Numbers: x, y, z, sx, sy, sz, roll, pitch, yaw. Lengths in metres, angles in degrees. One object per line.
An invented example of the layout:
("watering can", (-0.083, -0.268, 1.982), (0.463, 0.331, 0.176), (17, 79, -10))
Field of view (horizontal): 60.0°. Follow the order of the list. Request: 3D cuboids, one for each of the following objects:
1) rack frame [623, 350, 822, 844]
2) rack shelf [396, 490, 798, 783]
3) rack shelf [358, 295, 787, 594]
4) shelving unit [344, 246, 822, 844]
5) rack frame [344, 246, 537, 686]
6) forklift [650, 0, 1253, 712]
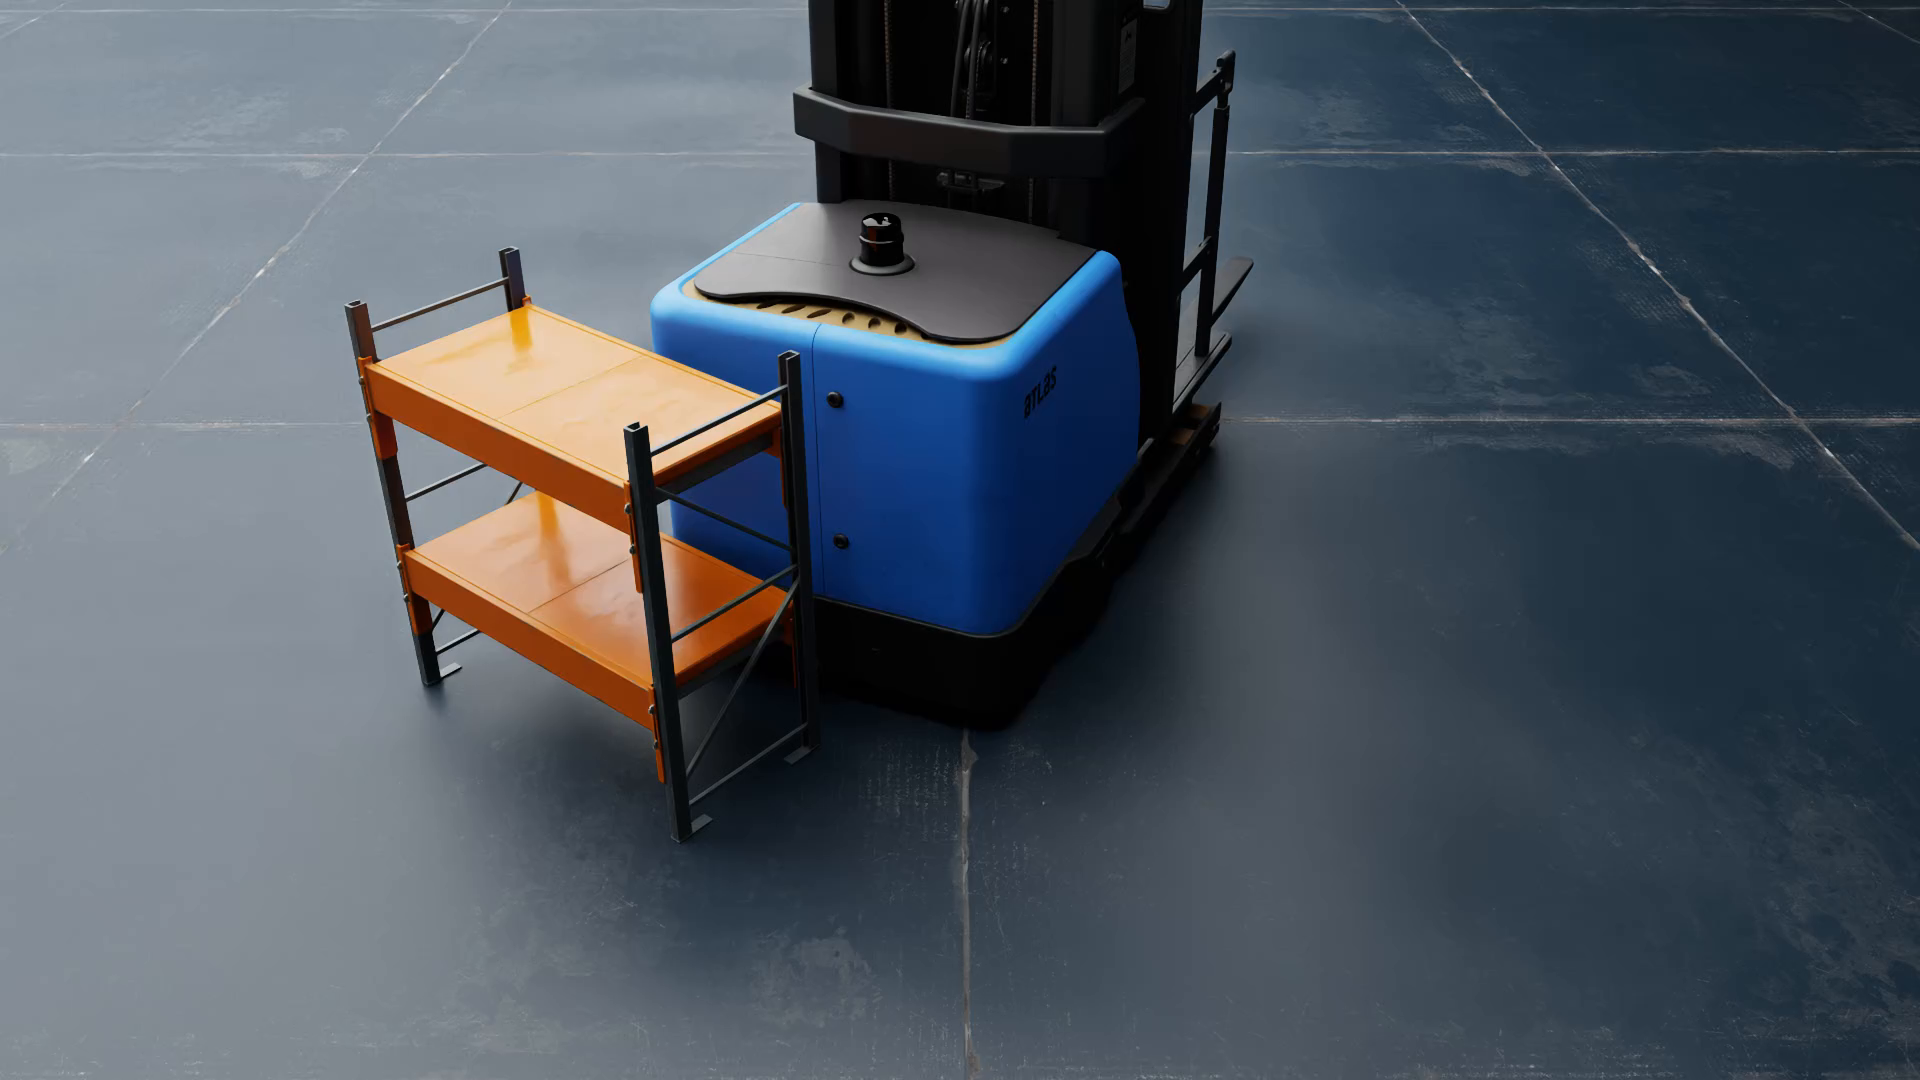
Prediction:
("rack frame", (-0.533, 0.152, 3.915), (0.032, 1.125, 0.500), (23, 38, 33))
("rack shelf", (-0.926, 0.194, 4.318), (1.000, 0.278, 0.538), (23, 38, 33))
("rack shelf", (-0.926, -0.266, 4.039), (1.000, 0.278, 0.538), (23, 38, 33))
("shelving unit", (-0.926, -0.016, 4.191), (1.048, 1.125, 0.538), (23, 38, 33))
("rack frame", (-1.319, -0.183, 4.467), (0.032, 1.125, 0.500), (23, 38, 33))
("forklift", (0.254, -1.548, 4.976), (1.130, 2.935, 3.031), (13, 34, 20))
